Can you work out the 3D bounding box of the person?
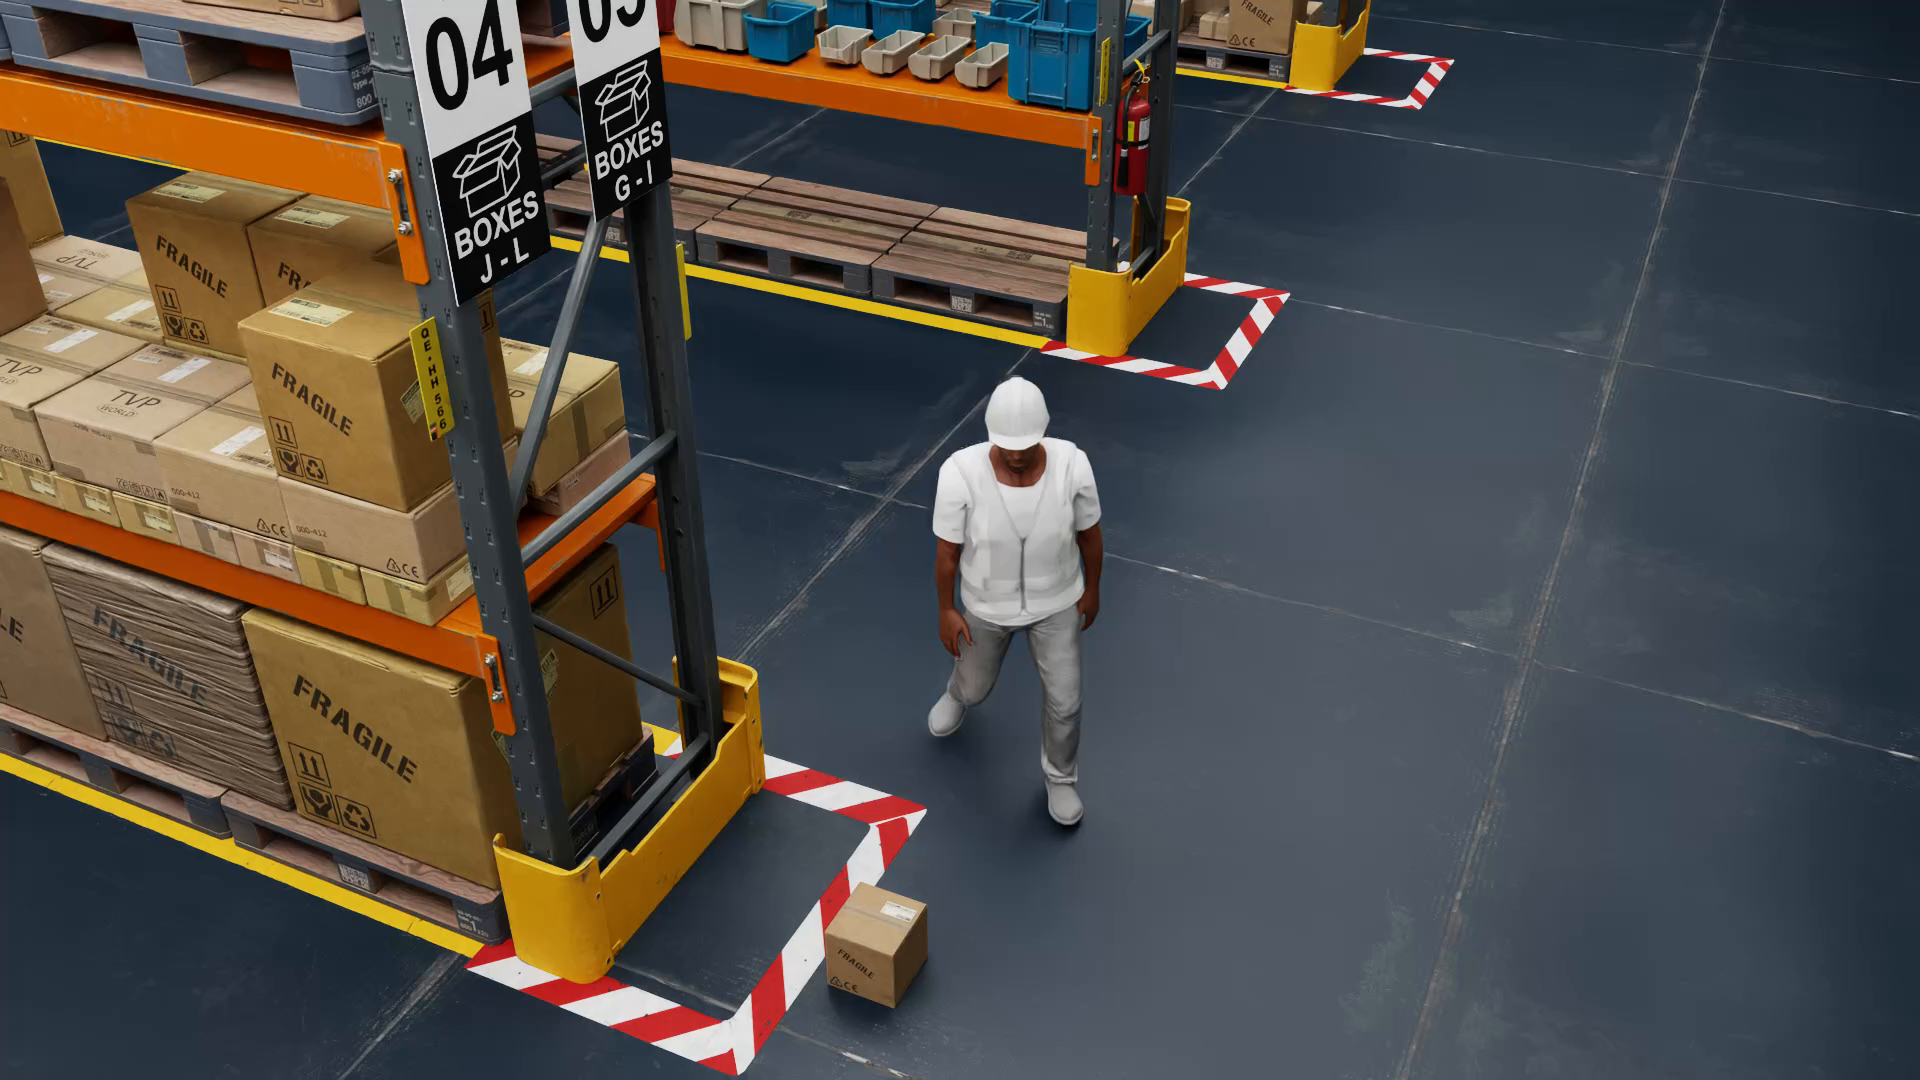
[{"bbox_3d":[0.194,0.154,5.898,0.610,1.741,0.737,-2,34,-4],"label":"person"}]
